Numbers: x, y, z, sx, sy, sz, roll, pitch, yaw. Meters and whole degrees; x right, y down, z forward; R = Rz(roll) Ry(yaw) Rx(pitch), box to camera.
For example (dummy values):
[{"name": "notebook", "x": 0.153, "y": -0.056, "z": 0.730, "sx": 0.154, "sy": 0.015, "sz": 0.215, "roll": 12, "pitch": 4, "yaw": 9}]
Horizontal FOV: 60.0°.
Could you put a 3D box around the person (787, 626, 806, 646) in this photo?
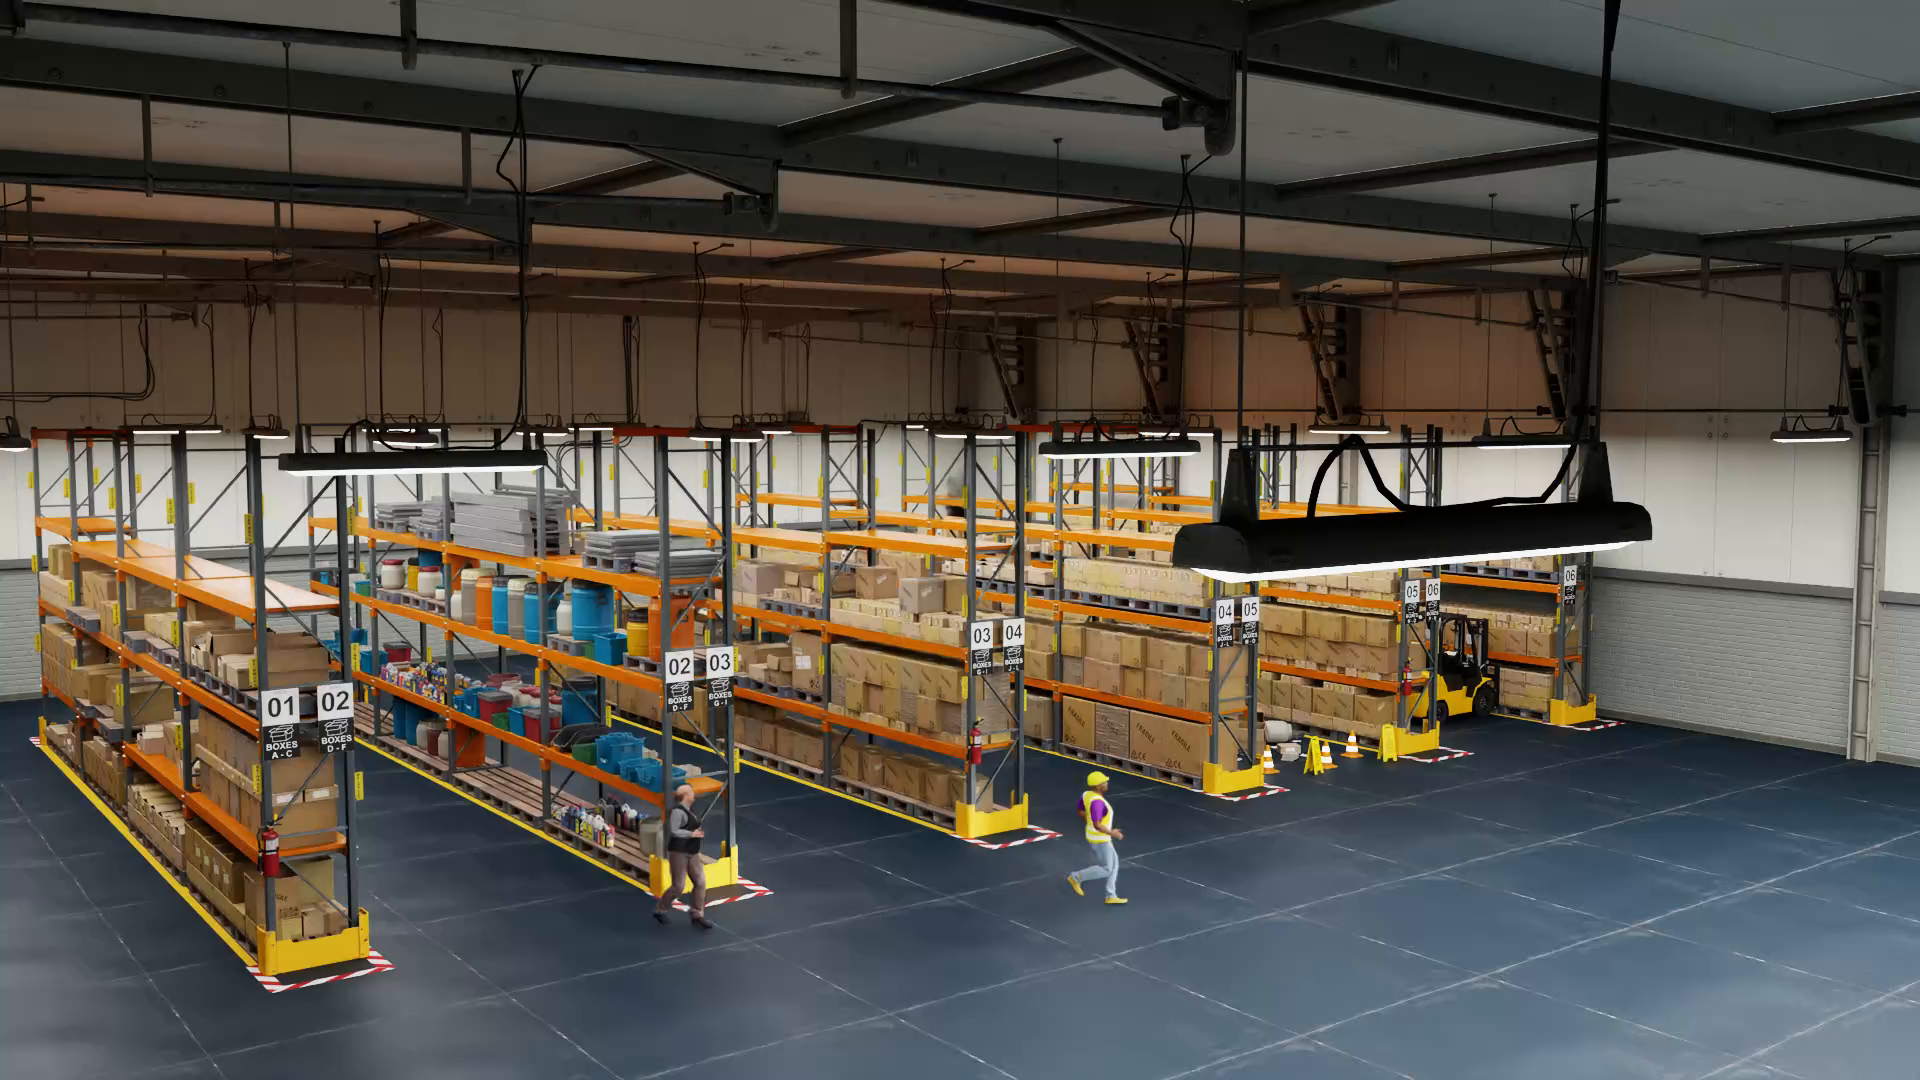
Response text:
[{"name": "person", "x": -3.391, "y": 2.624, "z": 35.966, "sx": 0.643, "sy": 1.788, "sz": 0.881, "roll": -3, "pitch": 5, "yaw": -34}]

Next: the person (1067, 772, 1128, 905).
[{"name": "person", "x": 1.750, "y": 3.807, "z": 21.234, "sx": 0.815, "sy": 1.727, "sz": 0.712, "roll": -1, "pitch": 5, "yaw": -7}]

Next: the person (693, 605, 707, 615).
[{"name": "person", "x": -6.469, "y": 2.287, "z": 40.519, "sx": 0.765, "sy": 1.724, "sz": 0.915, "roll": 2, "pitch": 5, "yaw": 24}]

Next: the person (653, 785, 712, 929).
[{"name": "person", "x": -3.325, "y": 3.879, "z": 20.490, "sx": 0.801, "sy": 1.692, "sz": 0.660, "roll": 2, "pitch": 5, "yaw": 21}]
